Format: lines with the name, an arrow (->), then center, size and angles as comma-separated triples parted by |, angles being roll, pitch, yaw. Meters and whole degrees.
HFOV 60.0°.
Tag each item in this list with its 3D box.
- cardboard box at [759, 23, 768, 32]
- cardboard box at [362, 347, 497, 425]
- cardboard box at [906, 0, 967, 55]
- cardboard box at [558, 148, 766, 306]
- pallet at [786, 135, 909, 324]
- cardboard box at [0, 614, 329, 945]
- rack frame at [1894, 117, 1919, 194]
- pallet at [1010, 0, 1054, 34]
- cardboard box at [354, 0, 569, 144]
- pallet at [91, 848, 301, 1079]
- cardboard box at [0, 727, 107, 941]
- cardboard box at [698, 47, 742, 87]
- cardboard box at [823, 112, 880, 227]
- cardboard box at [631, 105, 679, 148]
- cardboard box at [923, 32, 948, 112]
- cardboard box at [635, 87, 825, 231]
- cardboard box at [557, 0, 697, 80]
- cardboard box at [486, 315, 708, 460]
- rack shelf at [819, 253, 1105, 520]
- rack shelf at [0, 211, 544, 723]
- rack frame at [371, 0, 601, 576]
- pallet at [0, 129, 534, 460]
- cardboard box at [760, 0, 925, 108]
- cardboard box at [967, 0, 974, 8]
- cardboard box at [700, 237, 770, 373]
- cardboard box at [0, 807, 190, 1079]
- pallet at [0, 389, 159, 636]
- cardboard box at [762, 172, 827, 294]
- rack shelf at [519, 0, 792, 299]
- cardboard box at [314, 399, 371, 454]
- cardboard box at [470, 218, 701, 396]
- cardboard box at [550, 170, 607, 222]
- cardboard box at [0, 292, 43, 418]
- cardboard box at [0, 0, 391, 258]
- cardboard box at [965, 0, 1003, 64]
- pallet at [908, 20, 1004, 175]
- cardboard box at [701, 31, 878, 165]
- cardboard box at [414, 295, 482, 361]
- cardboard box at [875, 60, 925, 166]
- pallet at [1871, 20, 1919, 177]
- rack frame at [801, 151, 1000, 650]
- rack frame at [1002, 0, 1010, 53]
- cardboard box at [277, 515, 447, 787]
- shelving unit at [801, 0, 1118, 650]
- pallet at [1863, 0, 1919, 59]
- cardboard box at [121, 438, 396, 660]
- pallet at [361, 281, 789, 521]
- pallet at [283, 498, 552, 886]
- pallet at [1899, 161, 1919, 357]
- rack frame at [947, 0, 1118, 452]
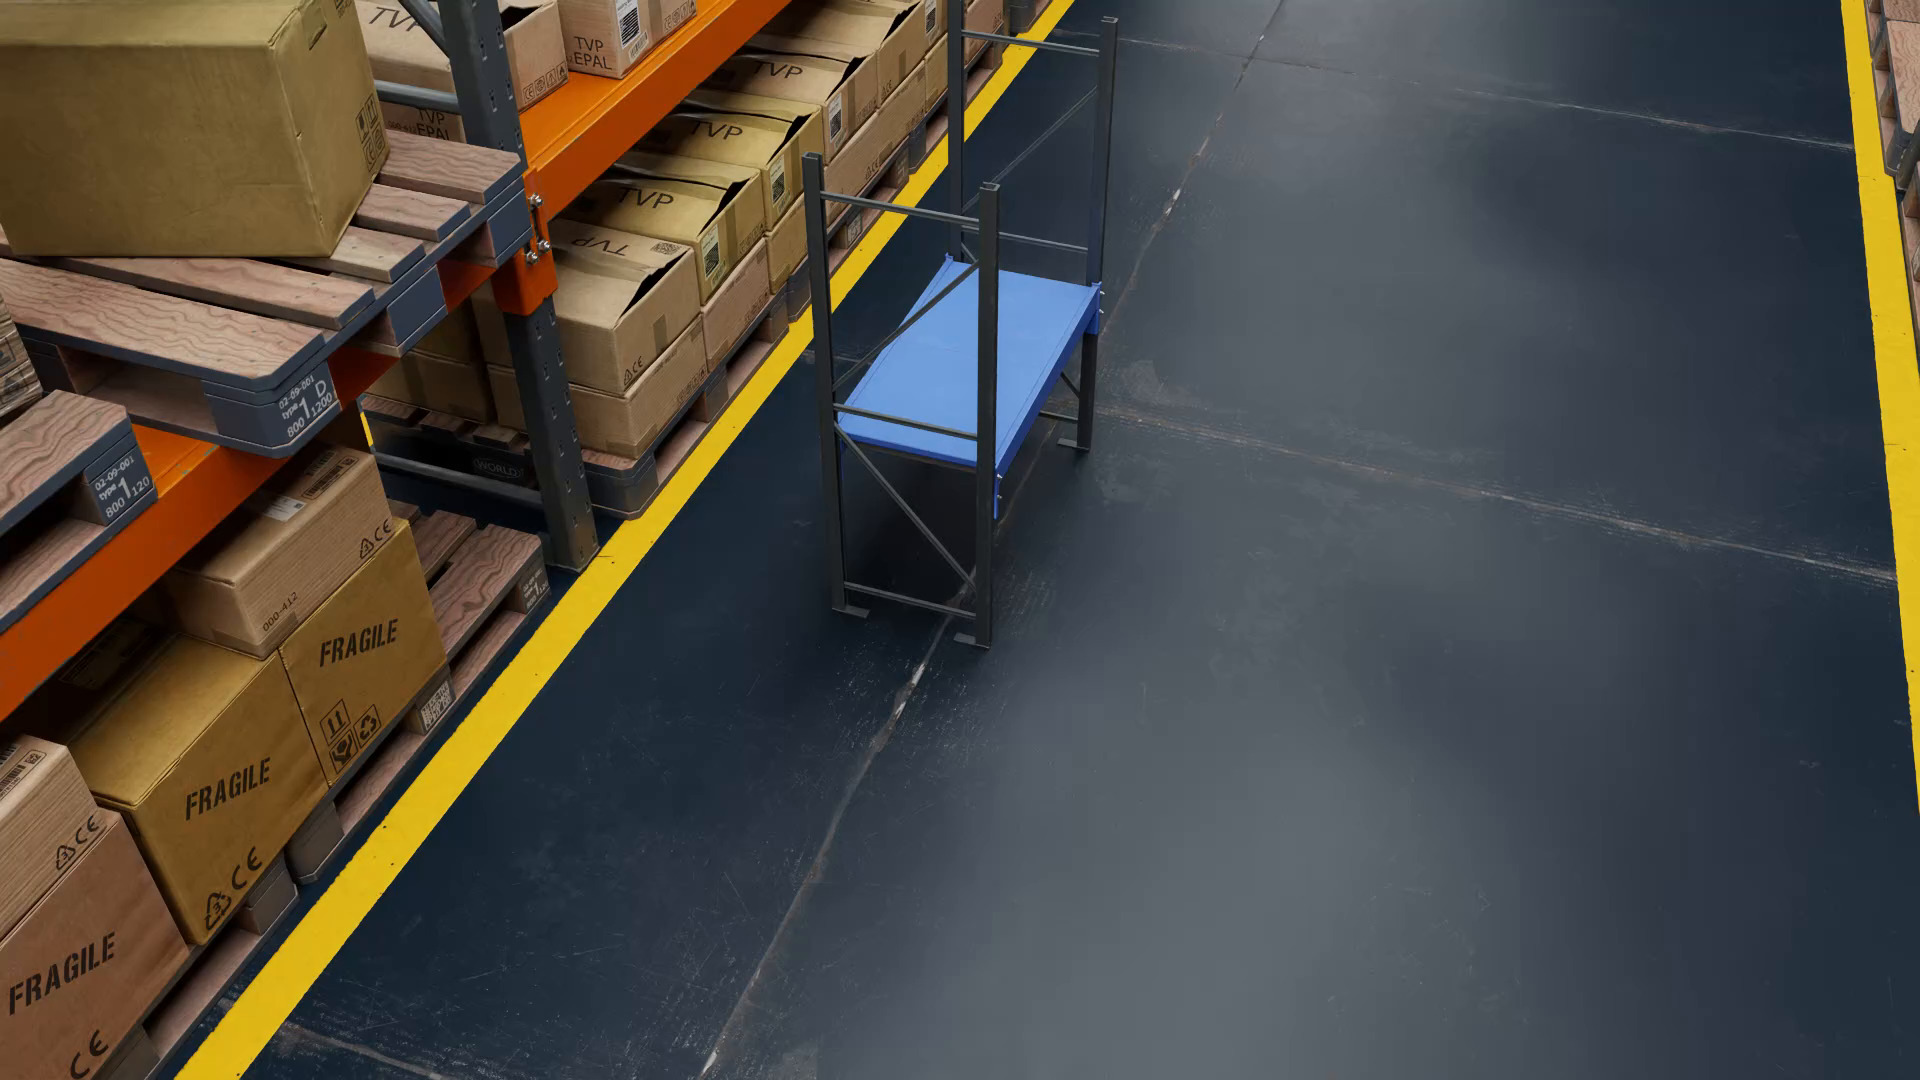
cardboard box -> -0.977, -2.131, 6.799 | 0.500, 0.311, 0.500 | 12, 42, 14
cardboard box -> -1.666, -0.670, 5.519 | 0.500, 0.250, 0.500 | 14, 42, 16
cardboard box -> -0.290, -2.318, 7.019 | 0.500, 0.311, 0.500 | 14, 43, 16
cardboard box -> -0.990, -1.084, 5.573 | 0.500, 0.311, 0.500 | 12, 42, 14
pallet -> -0.880, -1.355, 6.676 | 1.003, 0.211, 1.213 | 13, 42, 15
cardboard box -> -1.894, 0.541, 3.892 | 0.500, 0.500, 0.500 | 12, 42, 14
rack frame -> 4.407, -2.523, 5.897 | 1.000, 3.000, 0.127 | 13, 42, 15
pallet -> 0.062, -3.036, 8.645 | 1.003, 0.211, 1.213 | 13, 42, 15
cardboard box -> -1.452, -1.359, 4.601 | 0.500, 0.311, 0.500 | 16, 43, 18
pallet -> -2.327, 1.069, 3.835 | 1.003, 0.211, 1.213 | 13, 42, 15
cardboard box -> -2.077, 0.600, 3.245 | 0.500, 0.250, 0.500 | 13, 42, 14
cardboard box -> -1.149, -1.813, 6.427 | 0.500, 0.311, 0.500 | 14, 43, 16
cardboard box -> -0.643, -1.487, 6.476 | 0.500, 0.250, 0.500 | 14, 42, 16
cardboard box -> -1.322, -1.508, 6.069 | 0.500, 0.311, 0.500 | 13, 42, 15
cardboard box -> -0.293, -2.109, 7.206 | 0.500, 0.250, 0.500 | 13, 42, 14
cardboard box -> -0.814, -1.395, 5.937 | 0.500, 0.311, 0.500 | 12, 42, 14
cardboard box -> -1.129, -1.649, 4.941 | 0.500, 0.311, 0.500 | 13, 42, 15
cardboard box -> -1.162, -0.549, 5.377 | 0.500, 0.250, 0.500 | 13, 42, 15
rack shelf -> 0.029, -0.486, 4.941 | 0.538, 0.185, 1.000 | 13, 42, 15
rack shelf -> -2.301, 0.313, 3.127 | 1.077, 0.370, 4.000 | 13, 42, 15
rack frame -> -1.617, -1.181, 4.323 | 1.000, 3.000, 0.127 | 13, 42, 15
pallet -> -1.783, -0.679, 3.882 | 1.213, 0.211, 1.003 | 13, 42, 15
cardboard box -> -0.463, -2.014, 6.663 | 0.500, 0.311, 0.500 | 13, 42, 15
cardboard box -> -0.118, -2.637, 7.393 | 0.500, 0.311, 0.500 | 13, 42, 15
cardboard box -> -0.991, -0.856, 5.737 | 0.500, 0.250, 0.500 | 12, 42, 14
cardboard box -> -2.067, 0.862, 3.515 | 0.500, 0.500, 0.500 | 12, 42, 13
pallet -> -2.278, 0.079, 2.994 | 1.003, 0.211, 1.213 | 13, 42, 15
cardboard box -> -0.819, -1.174, 6.110 | 0.500, 0.250, 0.500 | 12, 42, 14
rack shelf -> -0.933, -2.127, 5.986 | 1.077, 0.370, 4.000 | 13, 42, 15
cardboard box -> -2.041, -0.183, 4.740 | 0.500, 0.500, 0.500 | 15, 43, 17
cardboard box -> -1.162, -0.762, 5.195 | 0.500, 0.311, 0.500 | 15, 43, 17
cardboard box -> -1.498, -1.200, 5.709 | 0.500, 0.311, 0.500 | 13, 42, 14
cardboard box -> -2.219, -0.454, 3.071 | 0.700, 0.500, 0.500 | 21, 45, 23
cardboard box -> -1.726, -0.970, 3.675 | 0.700, 0.500, 0.500 | 0, 40, 0
cardboard box -> -0.119, -2.417, 7.567 | 0.500, 0.250, 0.500 | 13, 42, 15
pallet -> -0.464, -2.102, 7.551 | 1.003, 0.211, 1.213 | 13, 42, 15
cardboard box -> -0.638, -1.709, 6.305 | 0.500, 0.311, 0.500 | 13, 42, 15
cardboard box -> -1.669, -0.882, 5.336 | 0.500, 0.311, 0.500 | 14, 43, 16
cardboard box -> -0.468, -1.797, 6.840 | 0.500, 0.250, 0.500 | 14, 42, 16
pallet -> 4.604, -1.880, 7.291 | 1.003, 0.211, 1.213 | 13, 42, 15
rack frame -> -0.145, -0.313, 4.461 | 0.500, 1.500, 0.032 | 13, 42, 15
rack frame -> -0.249, -3.621, 7.183 | 1.000, 3.000, 0.127 | 13, 42, 15
cardboard box -> -1.716, 0.225, 4.262 | 0.500, 0.500, 0.500 | 15, 43, 17
shelving unit -> 0.029, -0.623, 4.824 | 0.538, 1.500, 1.048 | 13, 42, 15
pallet -> 5.019, -2.627, 8.166 | 1.003, 0.211, 1.213 | 13, 42, 15
cardboard box -> -1.732, -0.025, 3.977 | 0.500, 0.250, 0.500 | 15, 43, 17
pallet -> -1.299, -0.613, 5.806 | 1.003, 0.211, 1.213 | 13, 42, 15
pallet -> -1.908, 0.327, 4.704 | 1.003, 0.211, 1.213 | 13, 42, 15
pallet -> 4.142, -0.987, 6.245 | 1.003, 0.211, 1.213 | 13, 42, 15
rack frame -> 0.203, -0.933, 5.188 | 0.500, 1.500, 0.032 | 13, 42, 15
